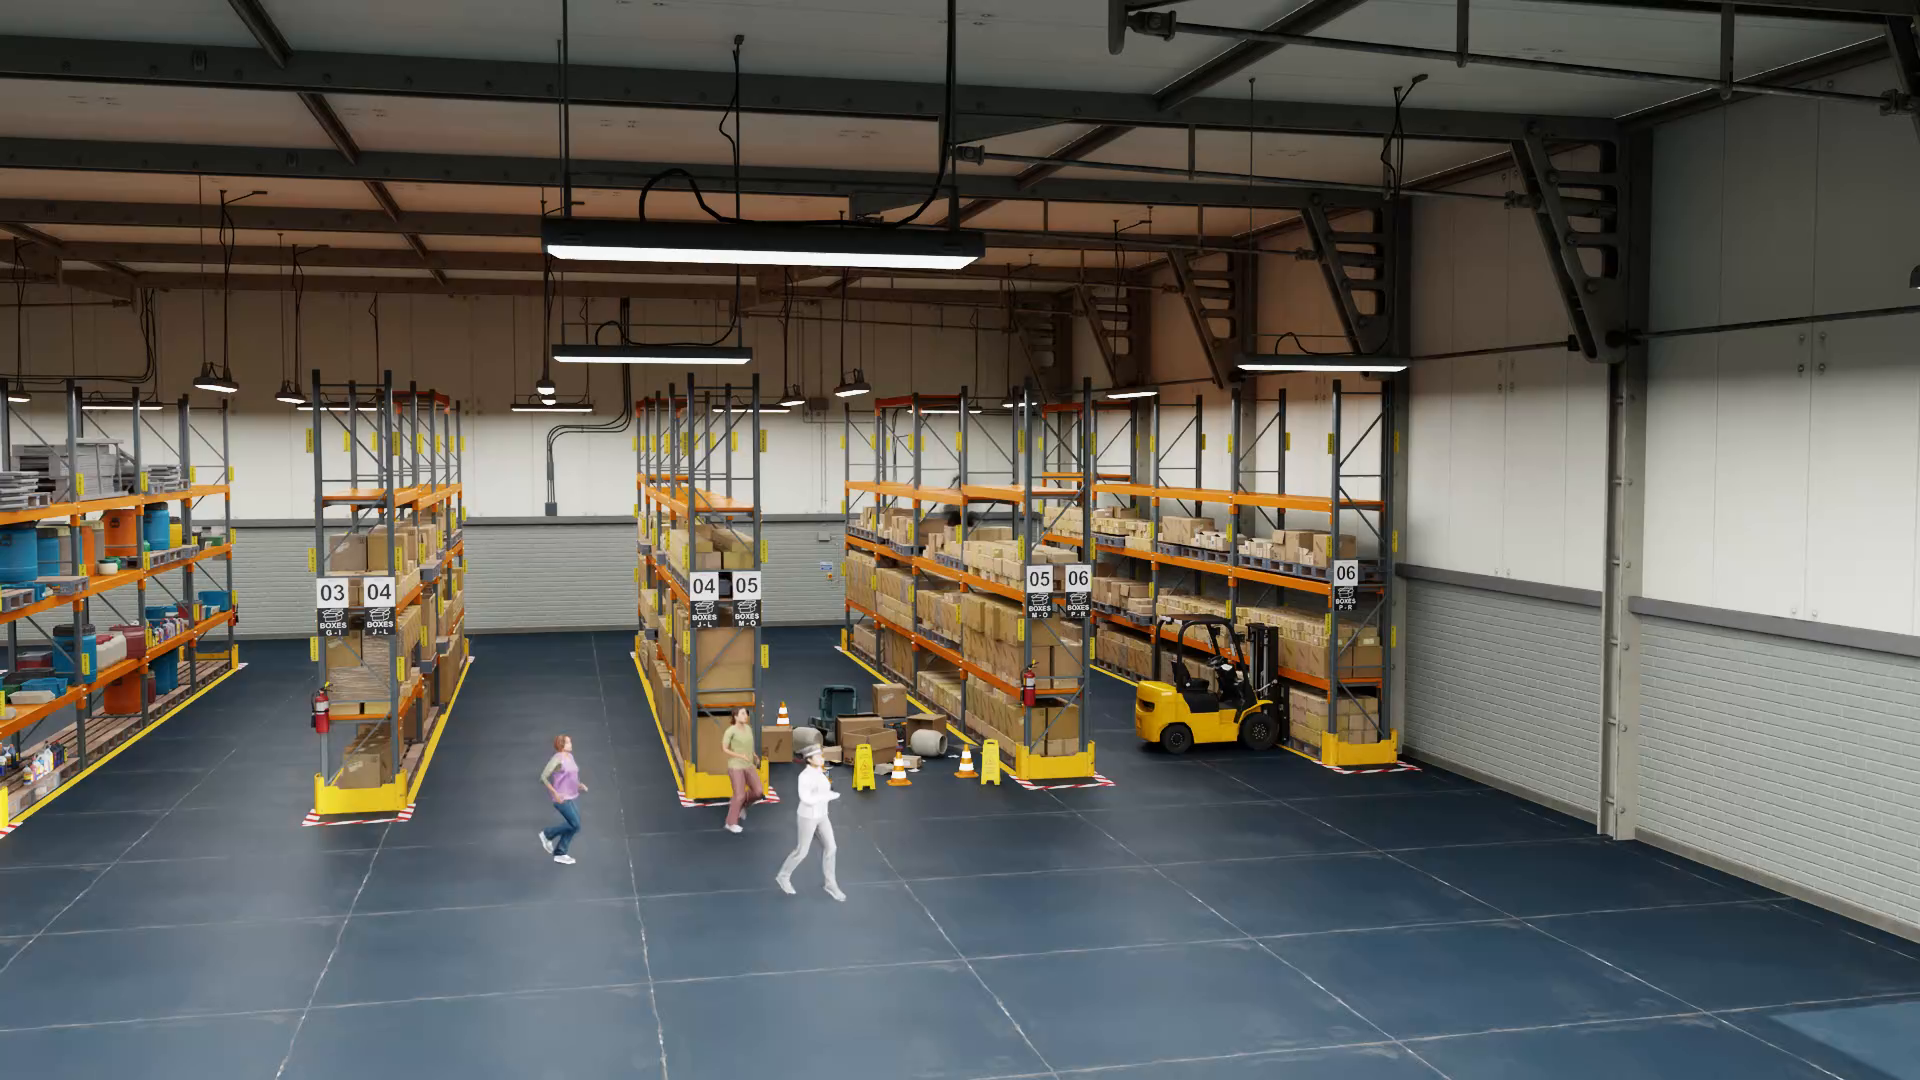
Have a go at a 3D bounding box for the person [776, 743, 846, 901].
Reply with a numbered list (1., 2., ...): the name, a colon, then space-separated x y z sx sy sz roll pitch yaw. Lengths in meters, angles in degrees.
1. person: -1.653 3.087 18.299 0.806 1.743 0.625 2 4 25

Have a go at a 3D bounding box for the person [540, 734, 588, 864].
1. person: -4.684 3.086 19.822 0.470 1.555 0.536 1 3 17

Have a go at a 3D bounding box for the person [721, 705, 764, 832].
1. person: -2.817 2.956 21.584 0.536 1.640 0.606 3 4 42
